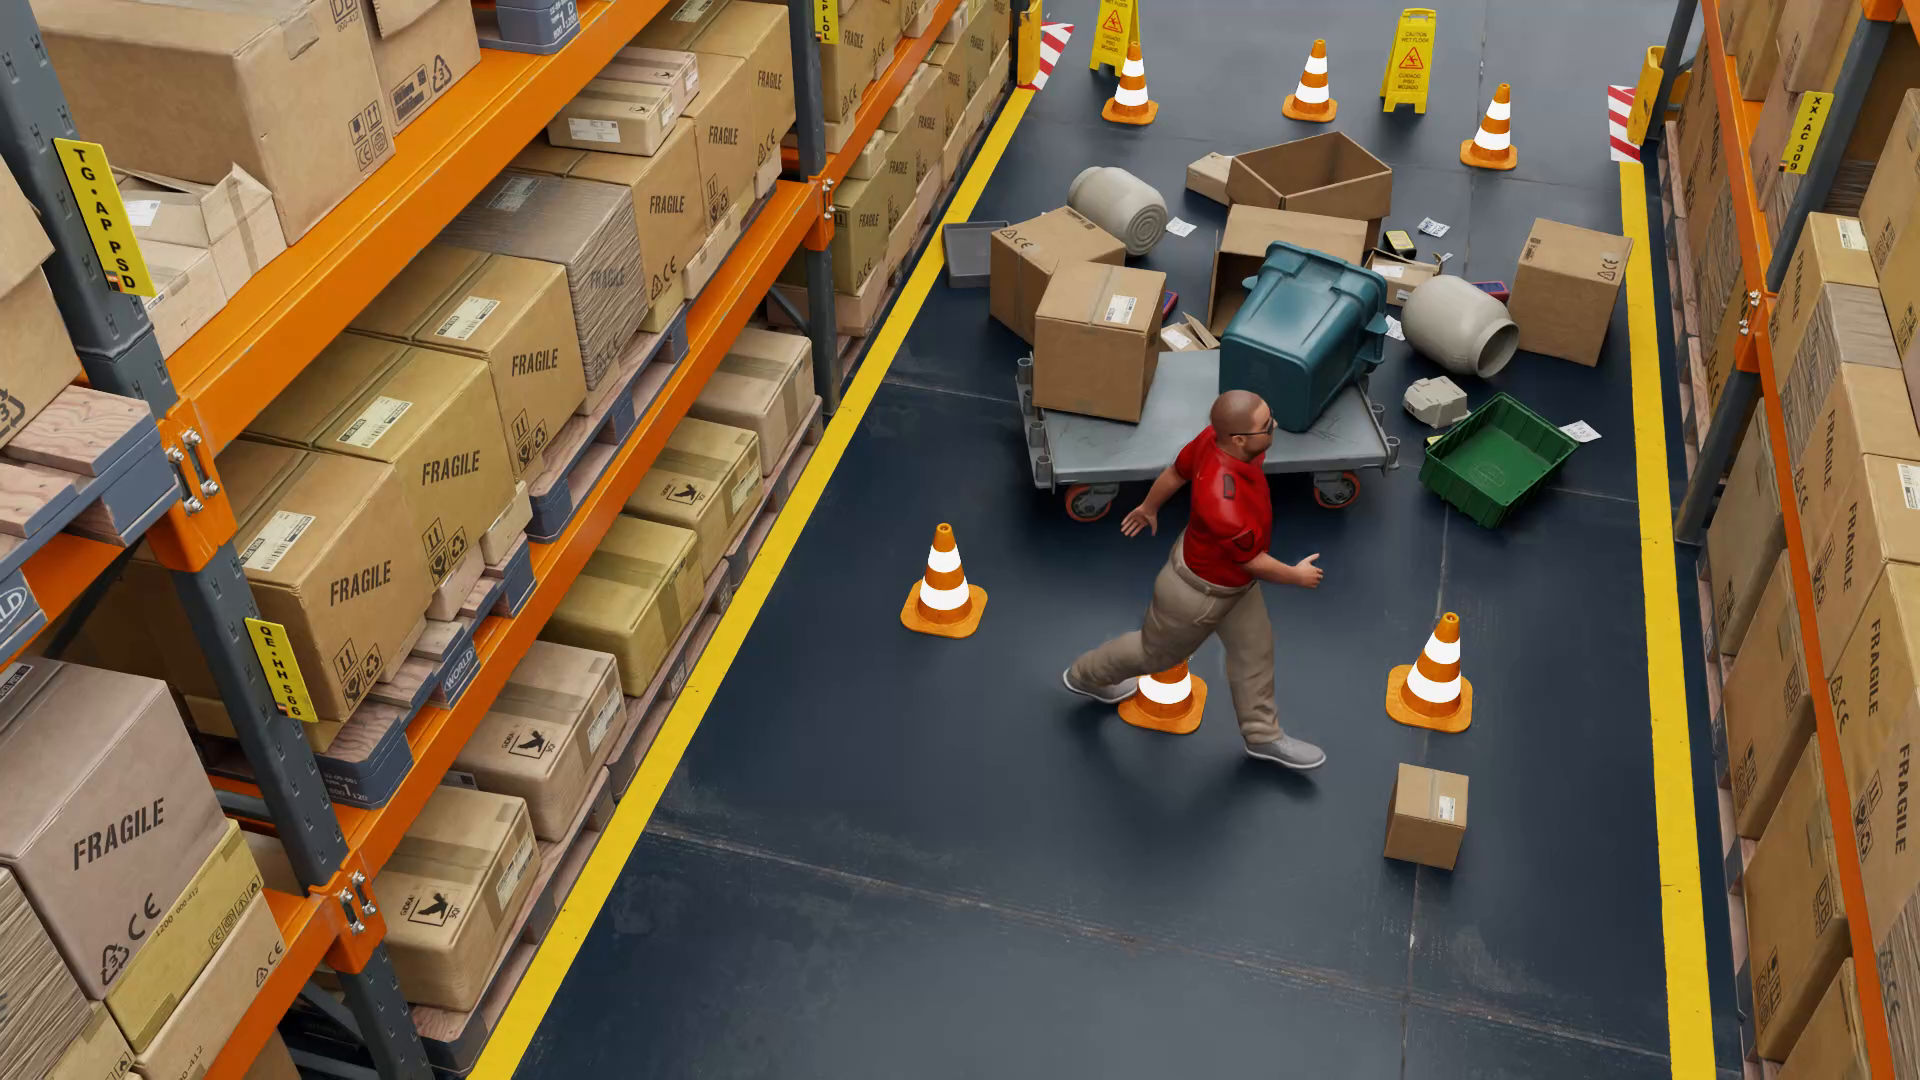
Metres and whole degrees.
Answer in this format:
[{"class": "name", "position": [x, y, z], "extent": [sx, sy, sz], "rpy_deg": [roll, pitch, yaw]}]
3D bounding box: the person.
[{"class": "person", "position": [0.916, 0.127, 6.045], "extent": [1.075, 1.665, 0.525], "rpy_deg": [15, 43, 17]}]
